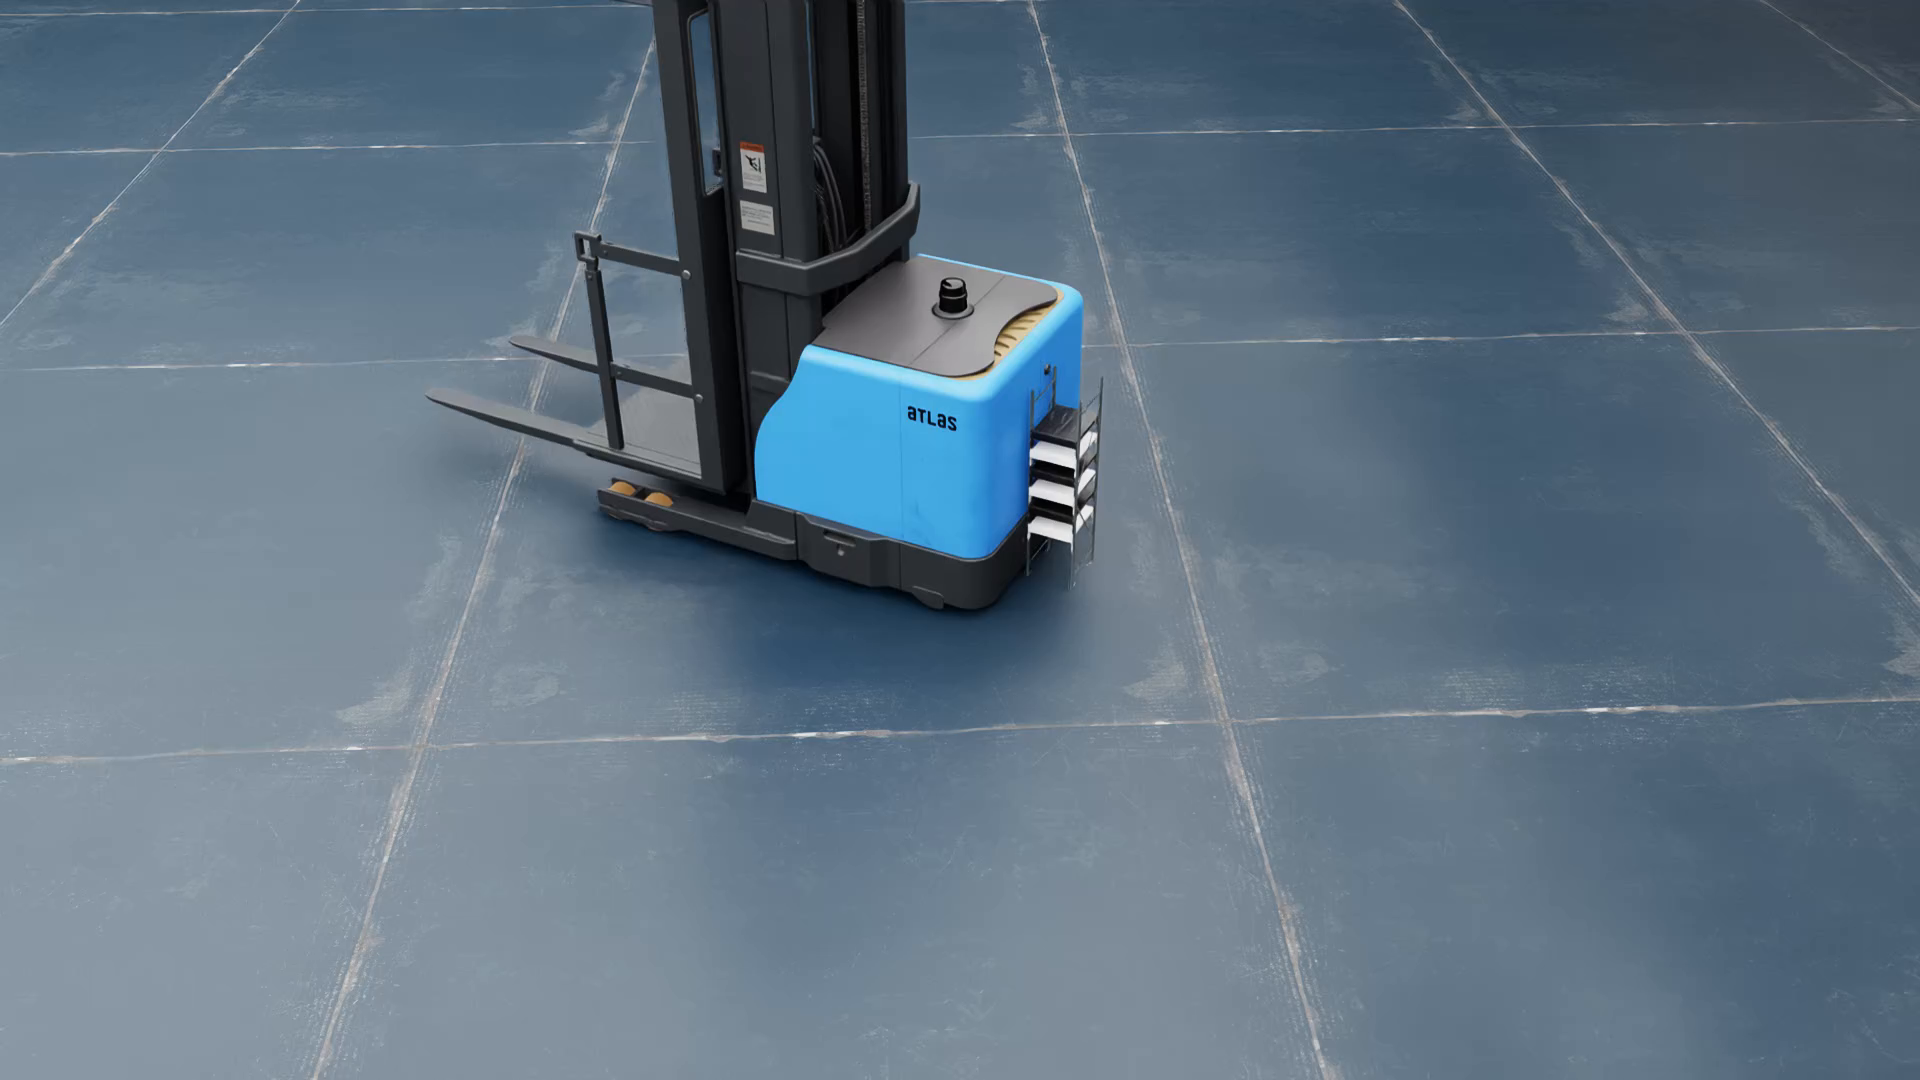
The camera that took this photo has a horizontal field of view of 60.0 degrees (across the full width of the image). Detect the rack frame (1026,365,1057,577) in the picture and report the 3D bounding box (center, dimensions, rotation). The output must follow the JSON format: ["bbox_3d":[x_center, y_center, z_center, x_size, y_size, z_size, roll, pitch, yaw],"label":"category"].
[{"bbox_3d":[0.333,-0.273,6.854,0.006,0.900,0.240,16,38,21],"label":"rack frame"}]

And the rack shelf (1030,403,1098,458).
[{"bbox_3d":[0.425,-0.442,6.682,0.200,0.077,0.258,16,38,21],"label":"rack shelf"}]

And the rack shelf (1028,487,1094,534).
[{"bbox_3d":[0.425,-0.146,6.887,0.200,0.077,0.258,16,38,21],"label":"rack shelf"}]

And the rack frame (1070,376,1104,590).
[{"bbox_3d":[0.516,-0.222,6.780,0.006,0.900,0.240,16,38,21],"label":"rack frame"}]

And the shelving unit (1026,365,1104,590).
[{"bbox_3d":[0.425,-0.247,6.817,0.210,0.900,0.258,16,38,21],"label":"shelving unit"}]

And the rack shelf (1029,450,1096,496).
[{"bbox_3d":[0.425,-0.294,6.785,0.200,0.077,0.258,16,38,21],"label":"rack shelf"}]

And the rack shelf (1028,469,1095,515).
[{"bbox_3d":[0.425,-0.220,6.836,0.200,0.077,0.258,16,38,21],"label":"rack shelf"}]

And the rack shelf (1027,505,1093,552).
[{"bbox_3d":[0.425,-0.072,6.938,0.200,0.077,0.258,16,38,21],"label":"rack shelf"}]

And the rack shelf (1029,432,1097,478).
[{"bbox_3d":[0.425,-0.368,6.733,0.200,0.077,0.258,16,38,21],"label":"rack shelf"}]

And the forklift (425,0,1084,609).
[{"bbox_3d":[-1.027,-1.496,6.836,3.031,2.935,1.130,16,38,21],"label":"forklift"}]
